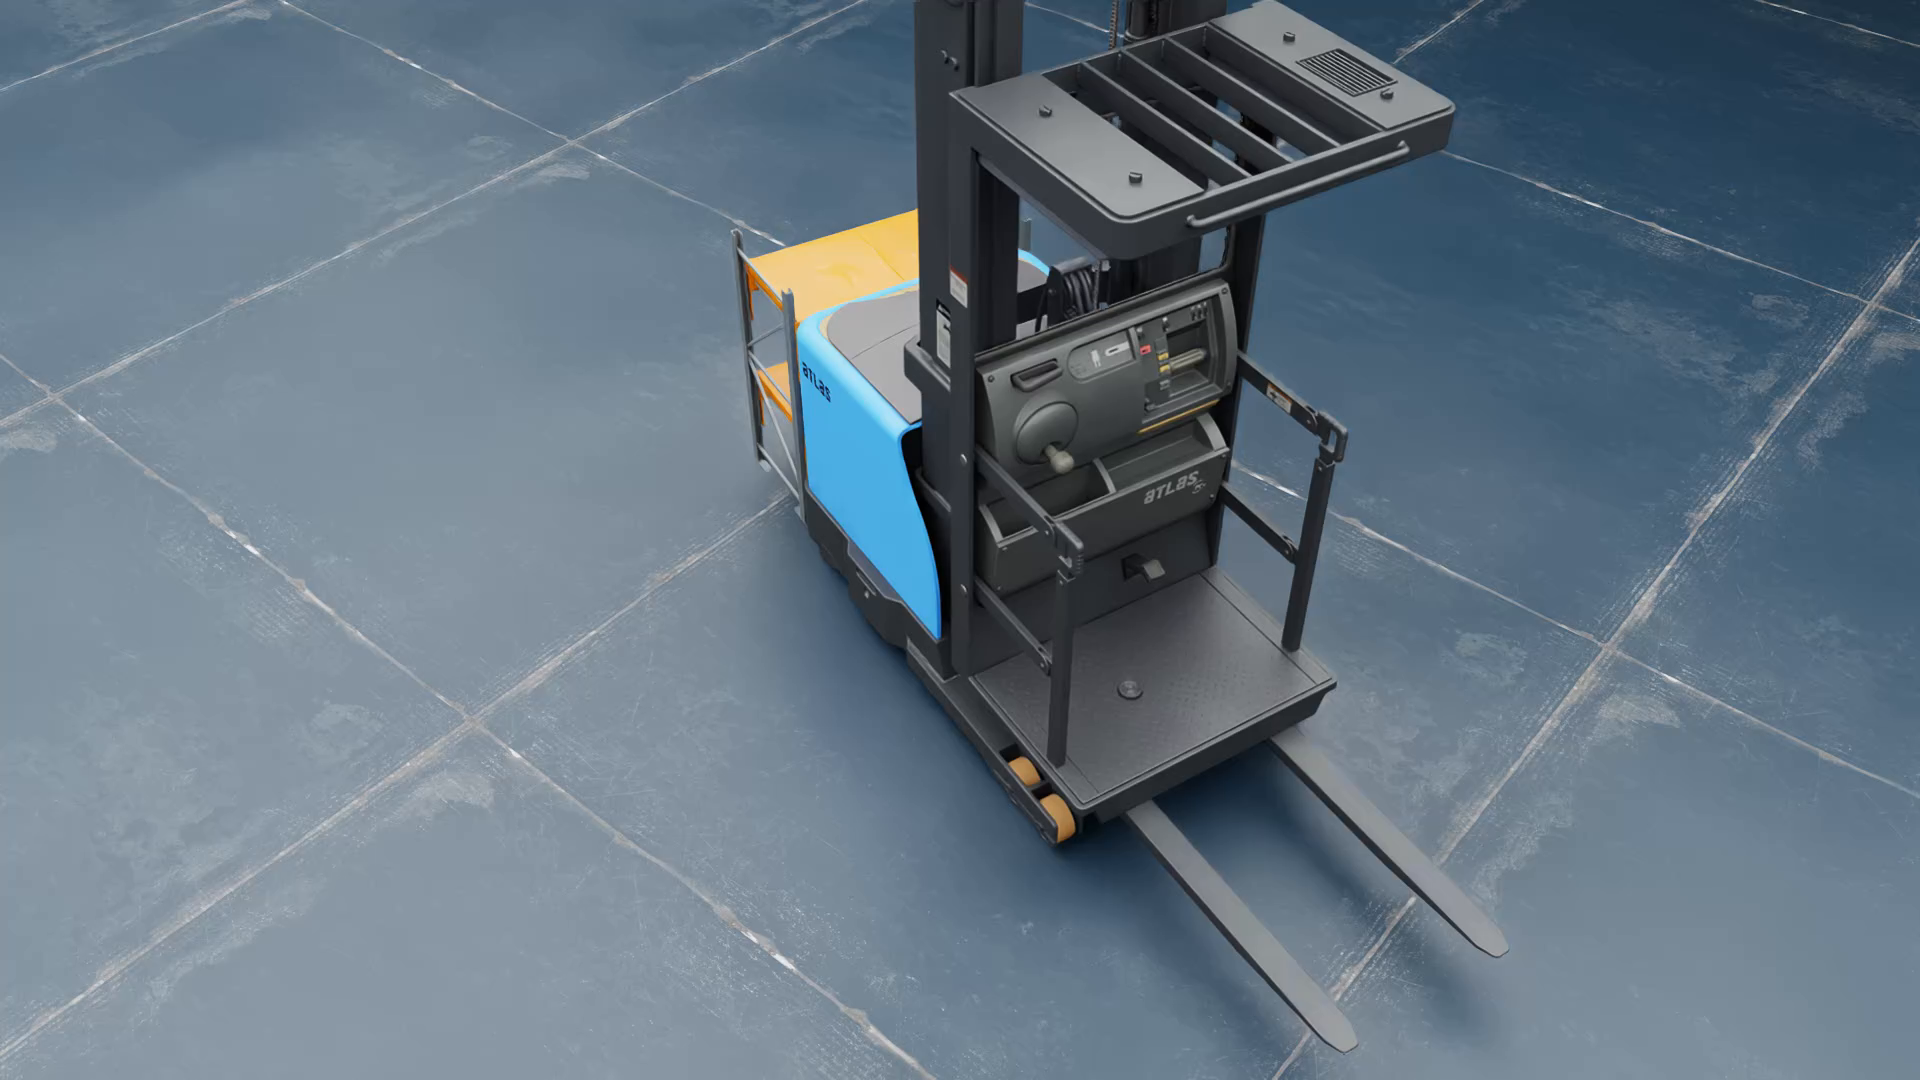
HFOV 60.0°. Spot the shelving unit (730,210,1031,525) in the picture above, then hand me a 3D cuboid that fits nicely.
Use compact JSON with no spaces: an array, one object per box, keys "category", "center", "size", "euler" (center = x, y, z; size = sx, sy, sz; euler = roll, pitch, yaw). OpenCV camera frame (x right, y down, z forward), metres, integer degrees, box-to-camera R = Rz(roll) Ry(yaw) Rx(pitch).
[{"category":"shelving unit","center":[-0.304,-0.800,6.794],"size":[1.048,1.125,0.538],"euler":[-21,46,-22]}]

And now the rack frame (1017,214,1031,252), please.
[{"category":"rack frame","center":[0.137,-0.970,6.981],"size":[0.032,1.125,0.500],"euler":[-21,46,-22]}]

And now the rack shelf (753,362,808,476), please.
[{"category":"rack shelf","center":[-0.304,-0.619,6.959],"size":[1.000,0.278,0.538],"euler":[-21,46,-22]}]

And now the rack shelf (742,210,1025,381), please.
[{"category":"rack shelf","center":[-0.304,-1.017,6.597],"size":[1.000,0.278,0.538],"euler":[-21,46,-22]}]

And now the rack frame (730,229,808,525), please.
[{"category":"rack frame","center":[-0.745,-0.630,6.607],"size":[0.032,1.125,0.500],"euler":[-21,46,-22]}]

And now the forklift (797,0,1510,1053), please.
[{"category":"forklift","center":[0.592,-0.423,5.037],"size":[1.130,2.935,3.031],"euler":[-23,47,-23]}]
